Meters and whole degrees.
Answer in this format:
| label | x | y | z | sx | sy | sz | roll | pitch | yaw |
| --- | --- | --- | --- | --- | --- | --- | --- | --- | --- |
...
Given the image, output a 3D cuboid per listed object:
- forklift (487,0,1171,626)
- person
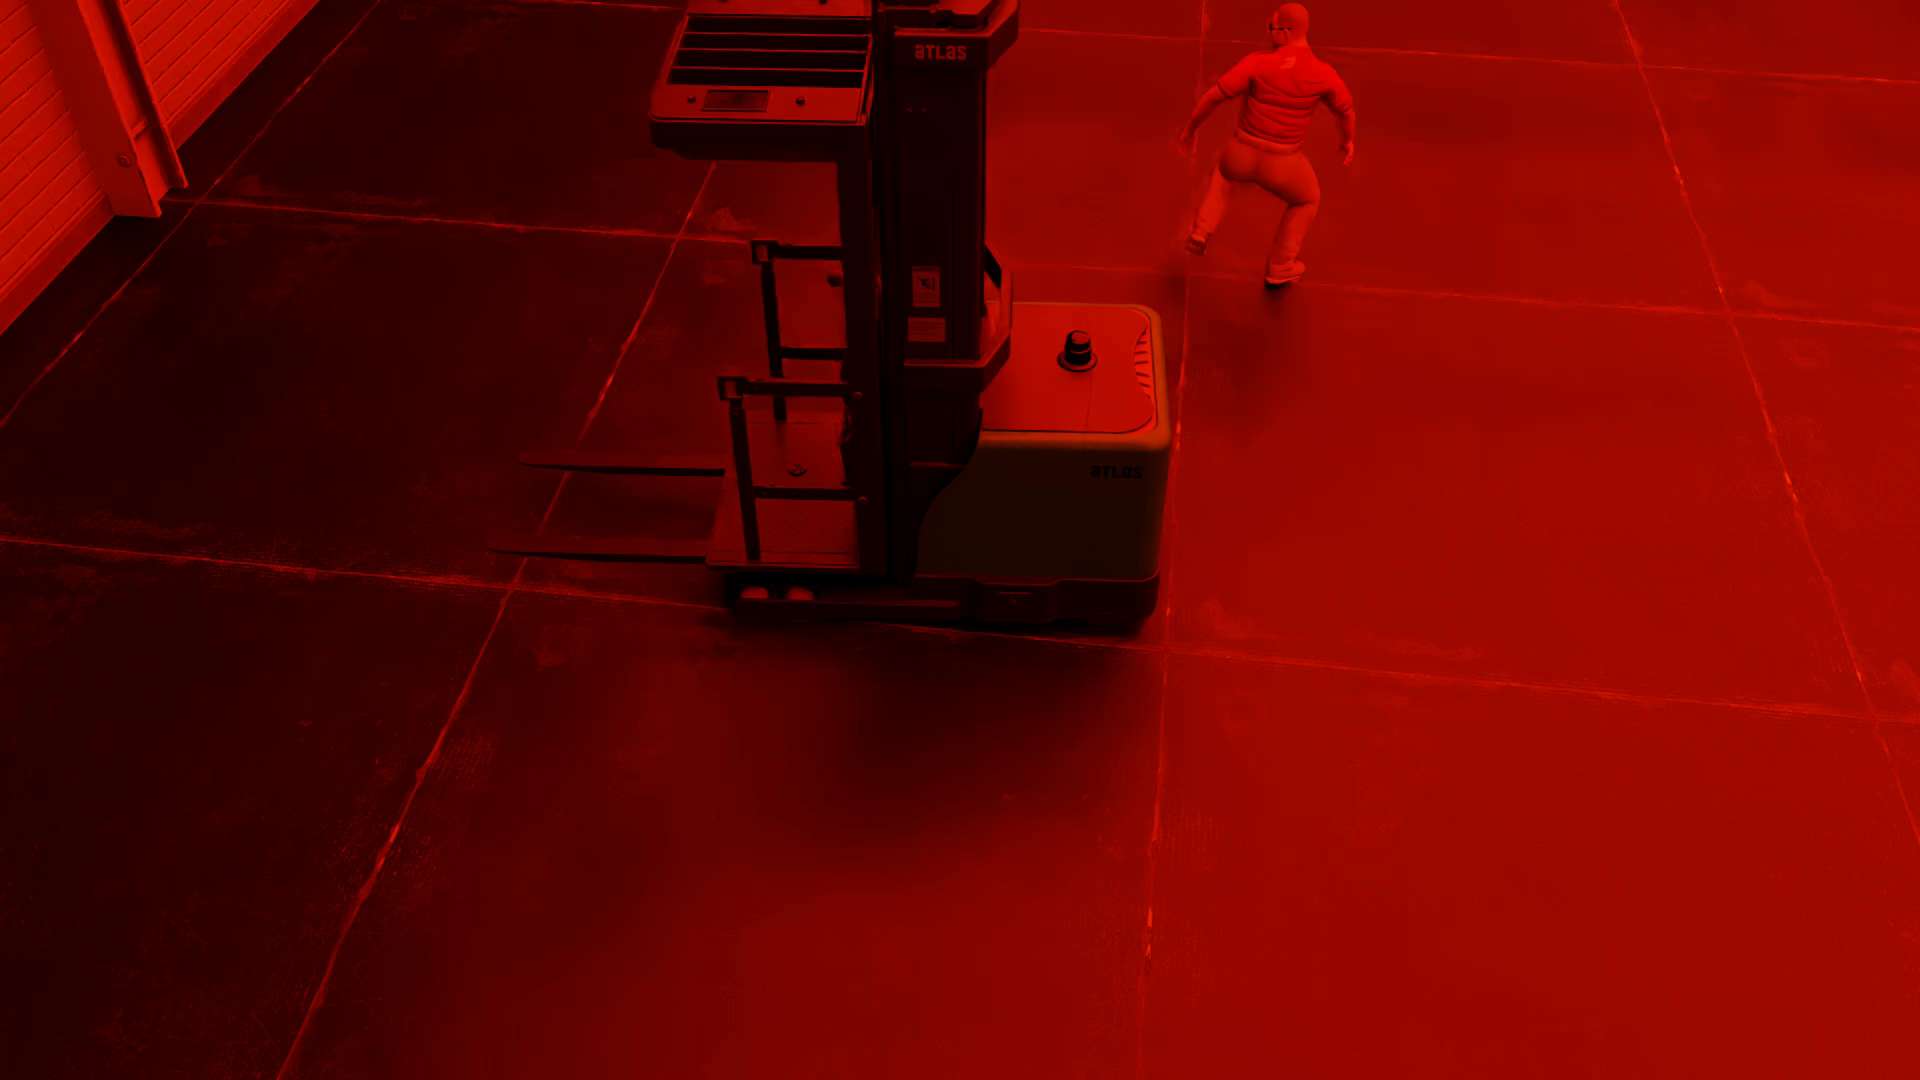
| label | x | y | z | sx | sy | sz | roll | pitch | yaw |
| --- | --- | --- | --- | --- | --- | --- | --- | --- | --- |
| forklift | -0.617 | -1.062 | 6.880 | 3.031 | 2.935 | 1.130 | 2 | 43 | 2 |
| person | 1.665 | -2.141 | 9.055 | 0.880 | 1.627 | 0.546 | 15 | 45 | 16 |
